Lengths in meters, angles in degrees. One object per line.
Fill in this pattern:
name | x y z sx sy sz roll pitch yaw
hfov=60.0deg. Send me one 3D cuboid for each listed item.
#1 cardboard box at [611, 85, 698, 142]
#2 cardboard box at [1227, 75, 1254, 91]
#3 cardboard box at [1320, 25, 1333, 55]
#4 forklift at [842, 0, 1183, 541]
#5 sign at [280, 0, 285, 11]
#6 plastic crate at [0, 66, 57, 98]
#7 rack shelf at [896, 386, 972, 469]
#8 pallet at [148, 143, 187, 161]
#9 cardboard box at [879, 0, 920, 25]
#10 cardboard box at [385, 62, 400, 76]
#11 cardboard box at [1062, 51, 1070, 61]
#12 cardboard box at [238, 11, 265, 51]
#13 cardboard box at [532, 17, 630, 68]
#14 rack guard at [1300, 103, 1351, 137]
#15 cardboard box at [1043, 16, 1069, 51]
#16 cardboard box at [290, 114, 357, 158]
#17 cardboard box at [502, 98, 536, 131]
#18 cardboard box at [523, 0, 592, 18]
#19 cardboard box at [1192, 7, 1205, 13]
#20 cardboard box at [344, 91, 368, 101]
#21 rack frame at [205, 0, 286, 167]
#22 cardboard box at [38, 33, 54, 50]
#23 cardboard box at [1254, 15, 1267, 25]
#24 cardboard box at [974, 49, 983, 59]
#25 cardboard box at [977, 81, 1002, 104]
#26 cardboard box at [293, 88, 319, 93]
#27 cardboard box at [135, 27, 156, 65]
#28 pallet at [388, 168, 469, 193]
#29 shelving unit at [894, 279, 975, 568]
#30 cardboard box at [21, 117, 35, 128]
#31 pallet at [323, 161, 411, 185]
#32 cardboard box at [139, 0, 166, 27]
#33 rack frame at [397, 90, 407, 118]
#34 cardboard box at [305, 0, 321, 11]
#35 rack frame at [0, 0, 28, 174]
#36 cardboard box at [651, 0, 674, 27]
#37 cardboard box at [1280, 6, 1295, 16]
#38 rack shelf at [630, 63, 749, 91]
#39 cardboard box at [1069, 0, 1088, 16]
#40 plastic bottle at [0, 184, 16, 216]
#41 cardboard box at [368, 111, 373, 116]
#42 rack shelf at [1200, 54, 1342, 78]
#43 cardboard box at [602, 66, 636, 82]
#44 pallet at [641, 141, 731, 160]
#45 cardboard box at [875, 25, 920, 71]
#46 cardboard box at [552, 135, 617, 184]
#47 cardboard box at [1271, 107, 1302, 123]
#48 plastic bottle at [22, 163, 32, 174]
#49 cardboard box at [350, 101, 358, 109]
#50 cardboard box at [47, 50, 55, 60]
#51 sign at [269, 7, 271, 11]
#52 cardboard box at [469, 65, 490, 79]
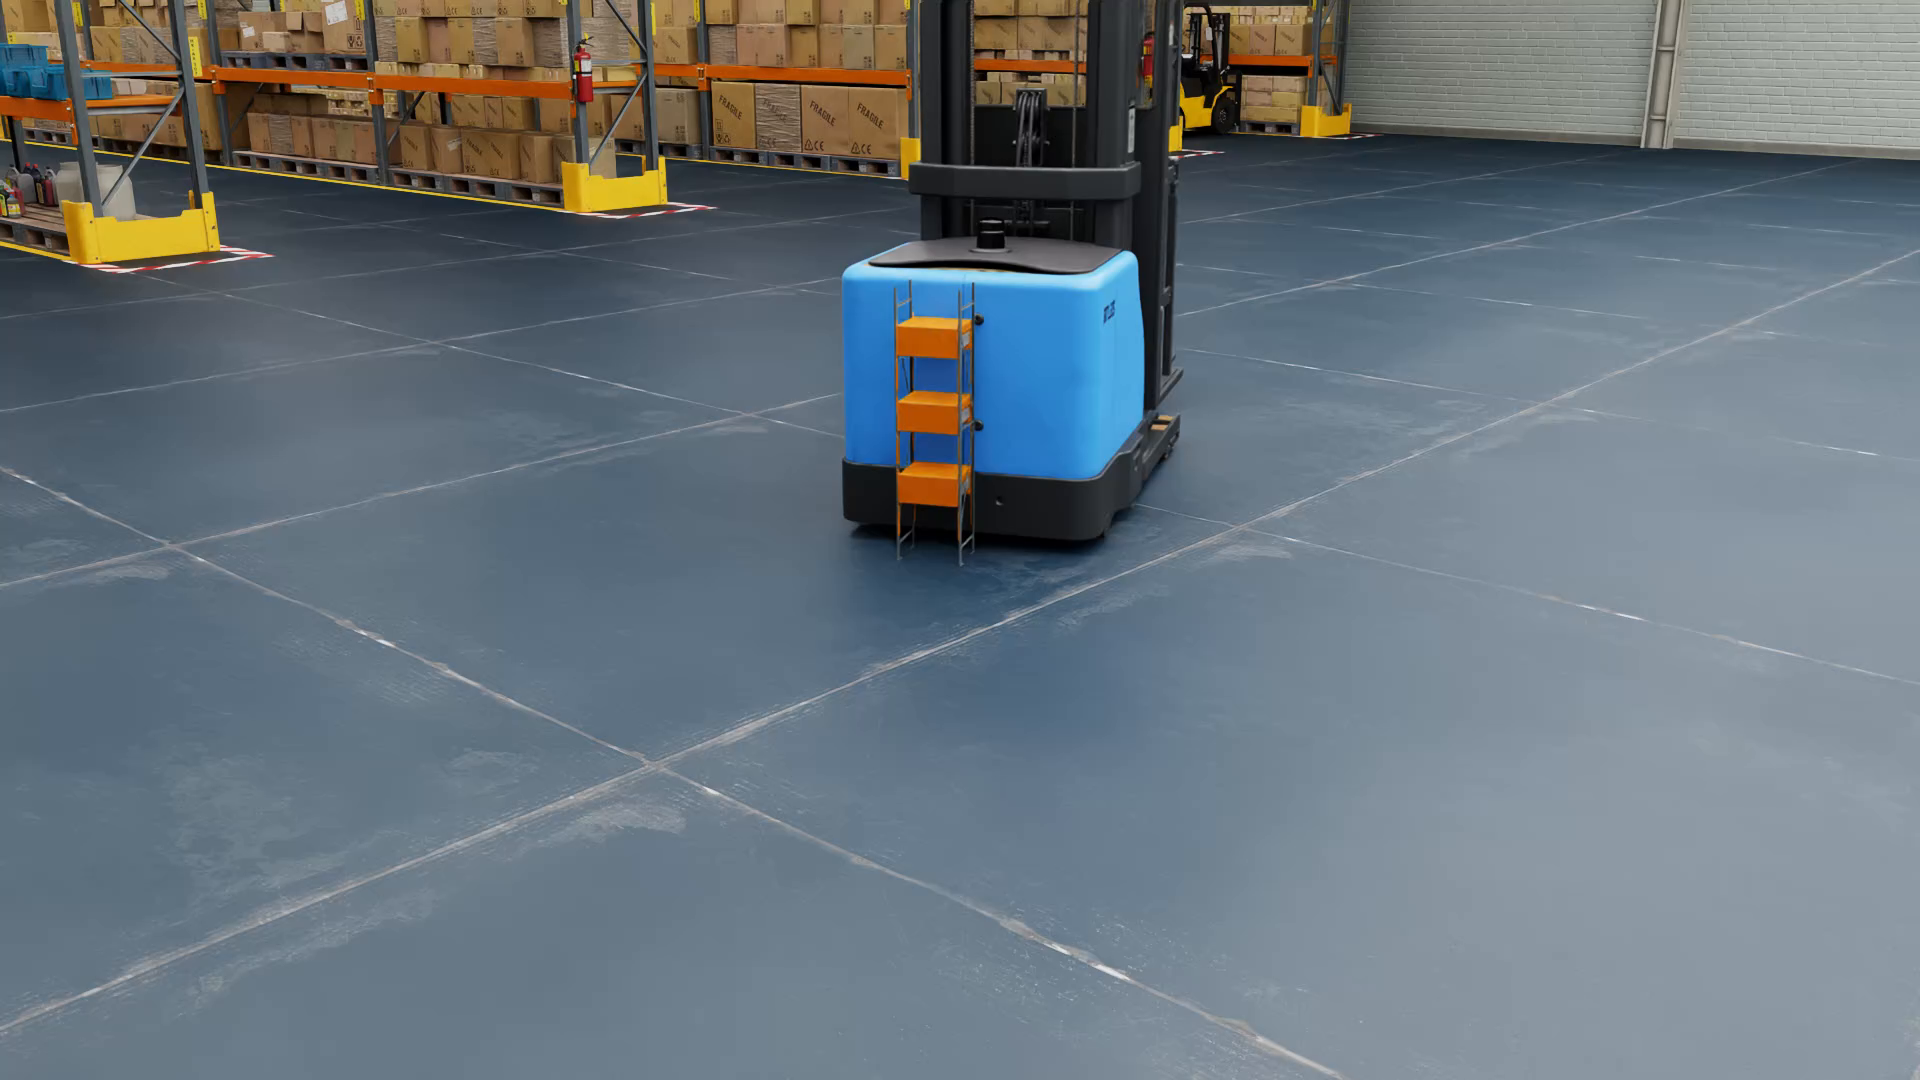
cardboard box | -4.508 -6.336 24.644 0.750 0.750 1.050 15 23 39
cardboard box | 4.908 -7.959 28.929 0.500 0.250 0.500 15 23 40
cardboard box | 6.043 -8.581 28.525 0.500 0.500 0.500 16 24 41
forklift | 0.431 -1.802 7.444 1.130 2.935 3.031 5 18 15
sign | -9.271 -7.250 22.714 0.005 0.325 0.100 15 23 39
plastic crate | -7.983 -3.978 14.432 0.408 0.251 0.499 15 23 39
rack shelf | -0.092 -0.425 6.250 0.240 0.259 0.215 5 18 15
pallet | -11.072 -5.702 24.230 1.213 0.211 1.003 15 23 39
cardboard box | -0.525 -6.776 20.971 0.550 0.550 0.875 15 23 39
cardboard box | -6.493 -5.524 19.473 0.250 0.149 0.380 15 23 39
cardboard box | 1.764 -7.364 25.272 0.250 0.149 0.380 15 23 40
cardboard box | -9.194 -6.759 22.092 0.500 0.500 0.500 12 21 33
cardboard box | -4.034 -5.311 17.730 0.500 0.500 0.875 15 23 39
rack guard | 6.247 -7.174 28.391 0.348 0.500 1.175 15 23 39
cardboard box | 1.605 -7.686 25.213 0.500 0.500 0.500 15 23 39
cardboard box | -8.258 -5.278 21.690 0.700 0.500 0.500 -16 24 -41
cardboard box | -6.922 -6.795 26.500 0.500 0.500 0.500 15 23 39
cardboard box | -4.216 -5.725 17.383 0.500 0.500 0.500 15 23 39
cardboard box | 4.295 -9.300 29.229 0.250 0.149 0.380 15 23 39
cardboard box | -10.712 -7.899 29.577 0.250 0.149 0.380 14 22 37
rack frame | -9.624 -6.611 22.484 0.127 3.000 1.000 15 23 39
cardboard box | -13.891 -7.719 25.733 0.500 0.250 0.500 16 23 40
cardboard box | 5.241 -8.896 28.448 0.250 0.149 0.380 15 23 39
cardboard box | 0.410 -7.709 26.359 0.250 0.149 0.380 15 23 39
cardboard box | 0.616 -7.013 26.361 0.500 0.500 0.500 16 24 41
cardboard box | -12.074 -8.262 30.721 0.250 0.149 0.380 14 22 37
cardboard box | -11.298 -7.009 23.573 0.500 0.500 0.500 16 23 40
pallet | -6.107 -4.352 19.975 1.213 0.211 1.003 15 23 39
shelving unit | -0.092 -0.435 6.246 0.252 1.050 0.215 5 18 15
cardboard box | -15.076 -7.294 27.455 0.875 0.875 0.875 15 23 39
pallet | -7.216 -4.635 20.867 1.213 0.211 1.003 15 23 39
cardboard box | -11.152 -7.552 23.625 0.637 0.503 0.797 16 24 41
rack frame | -9.248 -8.516 28.487 0.127 3.000 1.000 15 23 39
cardboard box | -11.325 -9.626 29.673 0.500 0.500 0.500 14 23 38
rack frame | -9.920 -4.687 16.422 0.127 3.000 1.000 15 23 39
cardboard box | -4.026 -7.635 23.893 0.500 0.500 0.700 15 23 38
cardboard box | 5.616 -8.936 28.080 0.250 0.149 0.380 15 23 39
rack shelf | -4.761 -6.968 24.799 4.000 0.370 1.077 15 23 39
cardboard box | 2.036 -8.069 24.769 0.500 0.500 0.700 15 23 40
plastic bottle | -8.763 -3.122 15.265 0.135 0.276 0.152 15 23 40
cardboard box | -10.147 -7.469 29.205 0.250 0.149 0.380 14 22 37
rack shelf | 4.733 -8.429 29.403 4.000 0.370 1.077 15 23 39
cardboard box | -3.696 -4.996 17.811 0.250 0.149 0.380 15 23 39
pallet | -3.892 -5.718 24.281 1.213 0.211 1.003 15 23 39
cardboard box | -0.581 -6.242 21.074 0.550 0.550 0.875 15 23 39
cardboard box | -4.097 -4.143 18.144 0.500 0.500 0.500 -13 22 -36
cardboard box | 5.668 -7.283 28.453 0.500 0.250 0.500 15 23 40
plastic bottle | -9.247 -3.570 16.554 0.185 0.351 0.144 14 23 38
cardboard box | -10.631 -7.769 29.661 0.250 0.149 0.380 14 22 37
cardboard box | -13.832 -7.488 25.663 0.250 0.149 0.380 16 23 40
sign | -12.600 -9.609 30.499 0.005 0.325 0.100 15 23 39
cardboard box | -5.183 -5.173 18.368 0.250 0.149 0.380 15 23 39
